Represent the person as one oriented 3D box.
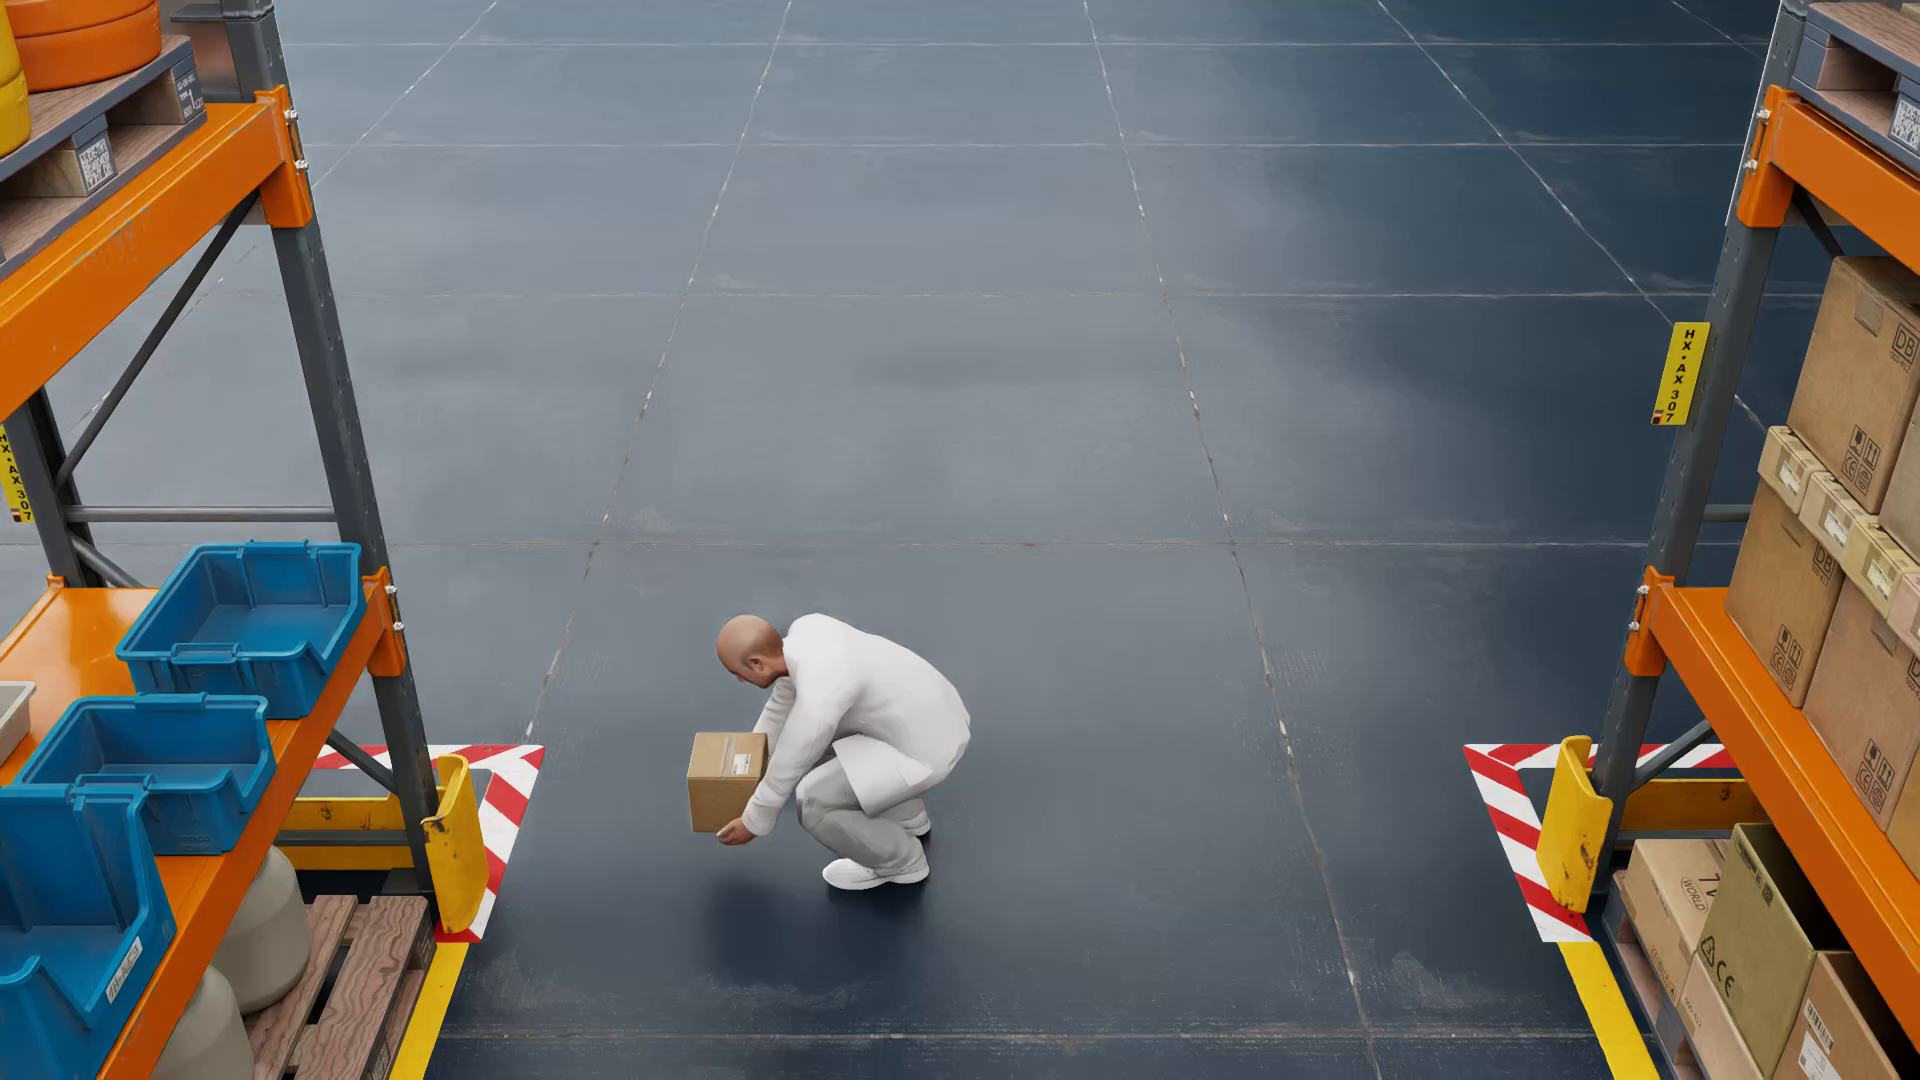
[{"bbox_3d":[-0.409,0.693,5.712,0.893,1.045,0.612,0,31,0],"label":"person"}]
